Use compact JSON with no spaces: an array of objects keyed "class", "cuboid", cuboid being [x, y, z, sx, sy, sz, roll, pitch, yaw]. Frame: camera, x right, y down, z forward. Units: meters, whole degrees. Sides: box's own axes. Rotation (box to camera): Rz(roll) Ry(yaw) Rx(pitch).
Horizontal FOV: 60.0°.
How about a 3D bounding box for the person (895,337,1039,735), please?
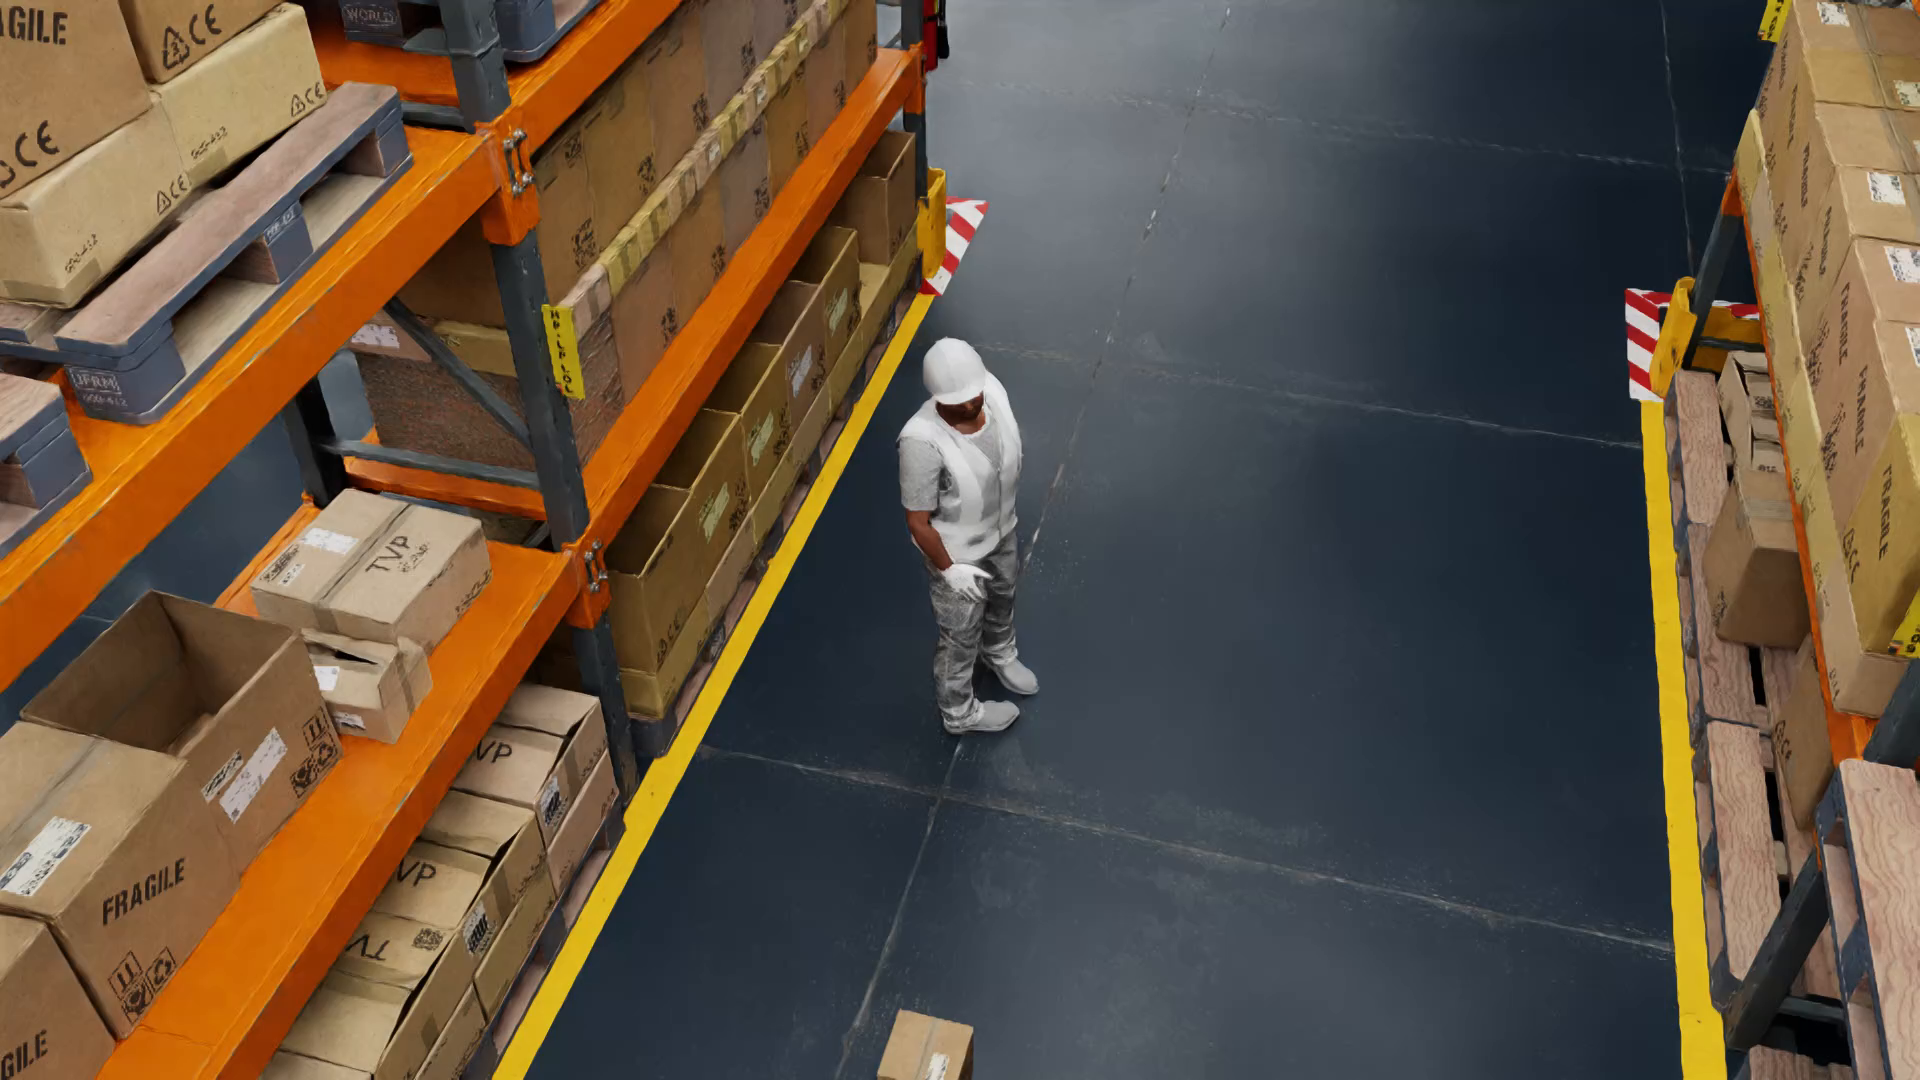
[{"class":"person","cuboid":[0.053,-0.015,6.164,0.415,1.783,0.629,24,46,25]}]
